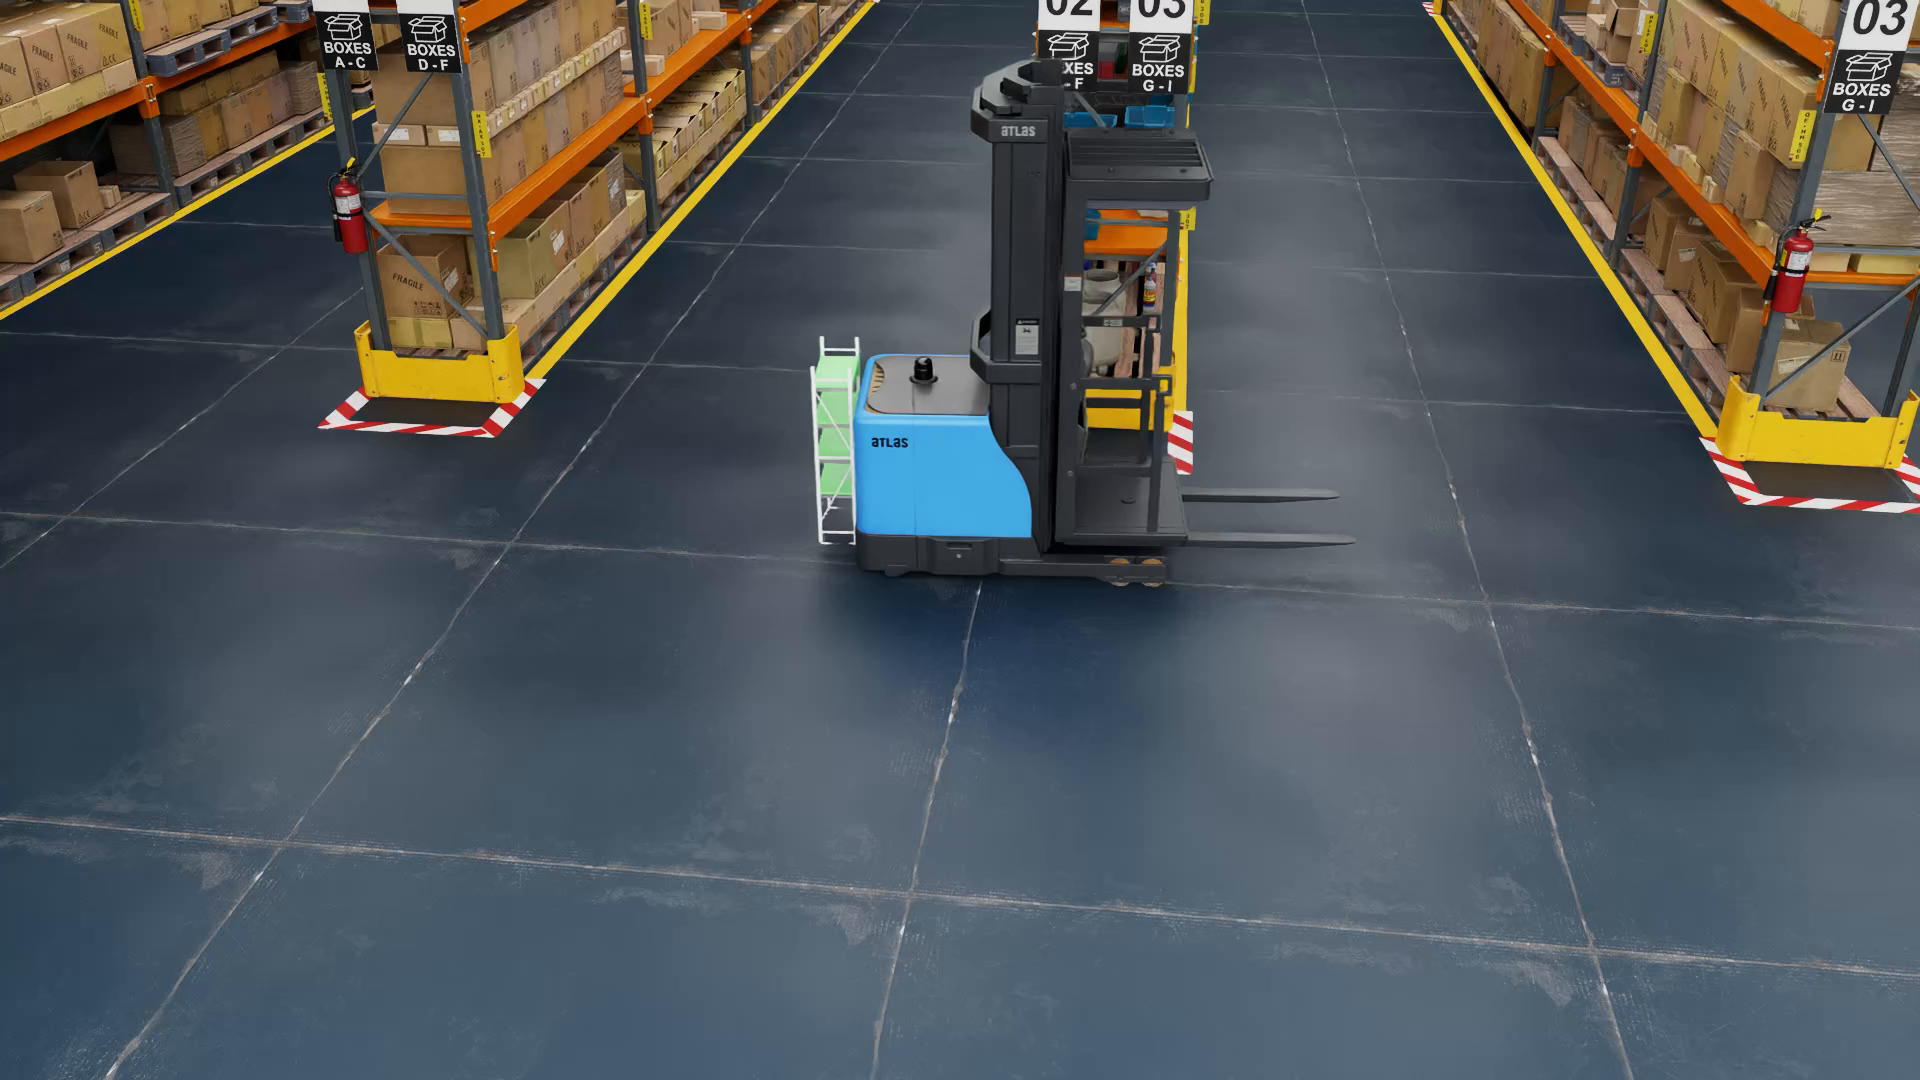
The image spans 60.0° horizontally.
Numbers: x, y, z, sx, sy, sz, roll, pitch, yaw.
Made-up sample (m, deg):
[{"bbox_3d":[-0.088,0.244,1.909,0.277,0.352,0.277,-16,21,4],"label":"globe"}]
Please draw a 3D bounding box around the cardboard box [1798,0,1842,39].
[{"bbox_3d":[5.730,-3.383,10.655,0.500,0.250,0.500,4,29,7],"label":"cardboard box"}]

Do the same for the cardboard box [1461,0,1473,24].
[{"bbox_3d":[7.773,-7.934,23.904,0.875,0.875,0.875,3,28,6],"label":"cardboard box"}]

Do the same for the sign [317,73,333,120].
[{"bbox_3d":[-4.445,-3.117,11.694,0.100,0.325,0.005,3,28,6],"label":"sign"}]

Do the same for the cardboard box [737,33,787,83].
[{"bbox_3d":[-2.463,-6.004,20.695,0.500,0.500,0.500,3,28,6],"label":"cardboard box"}]

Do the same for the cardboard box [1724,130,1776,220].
[{"bbox_3d":[5.960,-2.562,11.715,0.875,0.500,0.500,3,28,6],"label":"cardboard box"}]

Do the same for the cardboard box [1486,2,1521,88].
[{"bbox_3d":[7.227,-6.062,20.429,1.225,0.875,0.875,2,28,4],"label":"cardboard box"}]

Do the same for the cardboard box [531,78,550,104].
[{"bbox_3d":[-3.490,-3.573,13.222,0.380,0.149,0.250,3,28,6],"label":"cardboard box"}]

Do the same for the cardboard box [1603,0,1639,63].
[{"bbox_3d":[6.534,-4.822,15.778,0.797,0.503,0.637,6,29,11],"label":"cardboard box"}]

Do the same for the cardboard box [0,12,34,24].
[{"bbox_3d":[-8.666,-4.454,14.994,0.500,0.500,0.500,3,28,6],"label":"cardboard box"}]

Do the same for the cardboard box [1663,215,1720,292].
[{"bbox_3d":[6.262,-2.398,14.024,0.500,0.500,0.500,13,31,22],"label":"cardboard box"}]

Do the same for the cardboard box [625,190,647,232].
[{"bbox_3d":[-3.258,-3.091,15.573,0.500,0.250,0.500,3,28,6],"label":"cardboard box"}]

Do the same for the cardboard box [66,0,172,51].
[{"bbox_3d":[-8.238,-5.109,16.293,0.700,0.500,0.500,3,29,6],"label":"cardboard box"}]

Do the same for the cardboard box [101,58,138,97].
[{"bbox_3d":[-8.092,-4.336,15.565,0.500,0.250,0.500,3,29,6],"label":"cardboard box"}]

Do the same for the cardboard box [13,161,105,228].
[{"bbox_3d":[-8.422,-3.236,15.558,0.500,0.500,0.500,1,28,2],"label":"cardboard box"}]

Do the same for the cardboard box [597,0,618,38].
[{"bbox_3d":[-3.466,-4.753,14.729,0.700,0.500,0.500,3,29,6],"label":"cardboard box"}]

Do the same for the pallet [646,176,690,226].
[{"bbox_3d":[-3.366,-3.469,16.758,1.003,0.211,1.213,3,28,6],"label":"pallet"}]

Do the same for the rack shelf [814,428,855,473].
[{"bbox_3d":[-0.760,-0.563,10.456,0.258,0.148,0.480,1,28,2],"label":"rack shelf"}]

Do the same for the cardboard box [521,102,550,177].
[{"bbox_3d":[-3.712,-3.208,13.230,0.700,0.500,0.500,4,29,7],"label":"cardboard box"}]

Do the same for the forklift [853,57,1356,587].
[{"bbox_3d":[0.896,-1.266,9.802,3.031,2.935,1.130,1,28,2],"label":"forklift"}]

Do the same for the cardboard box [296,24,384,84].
[{"bbox_3d":[-7.624,-6.093,20.514,0.750,0.750,0.750,3,28,6],"label":"cardboard box"}]

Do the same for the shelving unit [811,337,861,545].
[{"bbox_3d":[-0.760,-0.619,10.426,0.258,1.200,0.503,1,28,2],"label":"shelving unit"}]

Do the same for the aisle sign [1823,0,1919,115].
[{"bbox_3d":[5.618,-3.020,10.244,0.394,0.787,0.004,3,28,6],"label":"aisle sign"}]

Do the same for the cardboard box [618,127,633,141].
[{"bbox_3d":[-3.595,-4.021,16.709,0.500,0.311,0.500,4,29,8],"label":"cardboard box"}]

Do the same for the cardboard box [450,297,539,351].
[{"bbox_3d":[-3.621,-1.678,12.951,0.500,0.250,0.500,3,28,6],"label":"cardboard box"}]

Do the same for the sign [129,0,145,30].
[{"bbox_3d":[-7.795,-4.987,15.723,0.100,0.325,0.005,3,28,6],"label":"sign"}]

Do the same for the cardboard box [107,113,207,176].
[{"bbox_3d":[-8.261,-4.074,17.114,0.700,0.500,0.500,4,29,8],"label":"cardboard box"}]

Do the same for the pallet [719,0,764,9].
[{"bbox_3d":[-2.914,-6.469,19.589,1.213,0.211,1.003,3,28,6],"label":"pallet"}]

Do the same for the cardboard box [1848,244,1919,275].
[{"bbox_3d":[6.195,-1.897,11.165,0.380,0.149,0.250,3,28,6],"label":"cardboard box"}]

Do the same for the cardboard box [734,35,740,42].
[{"bbox_3d":[-2.982,-6.021,20.727,0.500,0.500,0.500,2,28,4],"label":"cardboard box"}]

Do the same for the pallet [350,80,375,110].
[{"bbox_3d":[-7.673,-5.656,20.817,1.003,0.211,1.213,3,28,6],"label":"pallet"}]

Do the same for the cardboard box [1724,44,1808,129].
[{"bbox_3d":[5.865,-3.246,11.932,0.500,0.500,0.500,3,28,6],"label":"cardboard box"}]

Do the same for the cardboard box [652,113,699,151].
[{"bbox_3d":[-2.991,-4.228,17.092,0.500,0.311,0.500,2,28,5],"label":"cardboard box"}]

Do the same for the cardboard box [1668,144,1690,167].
[{"bbox_3d":[5.949,-3.106,13.410,0.380,0.149,0.250,3,28,6],"label":"cardboard box"}]

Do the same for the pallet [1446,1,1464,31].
[{"bbox_3d":[7.864,-7.810,24.816,1.003,0.211,1.213,3,28,6],"label":"pallet"}]

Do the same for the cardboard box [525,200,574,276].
[{"bbox_3d":[-3.513,-2.480,13.649,0.500,0.500,0.500,3,28,6],"label":"cardboard box"}]

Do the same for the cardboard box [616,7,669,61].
[{"bbox_3d":[-3.243,-5.000,16.555,0.500,0.500,0.500,5,29,10],"label":"cardboard box"}]

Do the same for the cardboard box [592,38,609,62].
[{"bbox_3d":[-3.300,-4.297,14.566,0.380,0.149,0.250,3,28,5],"label":"cardboard box"}]

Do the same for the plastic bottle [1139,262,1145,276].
[{"bbox_3d":[1.618,-2.414,14.268,0.152,0.276,0.135,4,29,7],"label":"plastic bottle"}]

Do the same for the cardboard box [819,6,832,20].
[{"bbox_3d":[-2.075,-7.652,24.107,0.380,0.166,0.250,3,28,6],"label":"cardboard box"}]

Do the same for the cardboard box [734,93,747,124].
[{"bbox_3d":[-2.750,-4.943,19.011,0.500,0.250,0.500,4,29,7],"label":"cardboard box"}]

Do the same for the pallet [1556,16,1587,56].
[{"bbox_3d":[6.922,-5.227,17.284,1.213,0.211,1.003,3,28,6],"label":"pallet"}]

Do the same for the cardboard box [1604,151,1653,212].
[{"bbox_3d":[6.587,-3.374,15.815,0.700,0.500,0.500,3,28,6],"label":"cardboard box"}]

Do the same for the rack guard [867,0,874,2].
[{"bbox_3d":[-1.957,-8.860,26.460,1.175,0.500,0.348,3,28,6],"label":"rack guard"}]

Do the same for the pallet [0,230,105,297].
[{"bbox_3d":[-8.529,-2.512,14.982,1.003,0.211,1.213,3,28,6],"label":"pallet"}]

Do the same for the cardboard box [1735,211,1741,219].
[{"bbox_3d":[5.882,-2.393,12.086,0.380,0.149,0.250,3,28,6],"label":"cardboard box"}]

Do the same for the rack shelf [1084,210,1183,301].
[{"bbox_3d":[1.253,-2.800,13.335,1.077,0.370,4.000,3,28,6],"label":"rack shelf"}]

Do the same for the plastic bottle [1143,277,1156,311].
[{"bbox_3d":[1.539,-2.003,13.510,0.097,0.271,0.097,0,28,0],"label":"plastic bottle"}]

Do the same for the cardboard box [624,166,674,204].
[{"bbox_3d":[-3.122,-3.497,16.327,0.500,0.250,0.500,3,28,5],"label":"cardboard box"}]

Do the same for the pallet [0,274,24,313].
[{"bbox_3d":[-8.681,-1.939,13.919,1.003,0.211,1.213,3,28,6],"label":"pallet"}]

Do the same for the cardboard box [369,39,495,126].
[{"bbox_3d":[-3.831,-3.324,12.076,0.700,0.500,0.500,3,29,6],"label":"cardboard box"}]

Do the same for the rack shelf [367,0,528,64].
[{"bbox_3d":[-3.663,-4.410,13.161,1.077,0.370,4.000,3,28,6],"label":"rack shelf"}]

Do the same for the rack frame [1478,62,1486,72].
[{"bbox_3d":[7.394,-7.536,21.367,1.000,3.000,0.127,3,28,6],"label":"rack frame"}]

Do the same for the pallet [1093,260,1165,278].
[{"bbox_3d":[1.374,-2.517,14.991,1.003,0.211,1.213,3,28,6],"label":"pallet"}]
